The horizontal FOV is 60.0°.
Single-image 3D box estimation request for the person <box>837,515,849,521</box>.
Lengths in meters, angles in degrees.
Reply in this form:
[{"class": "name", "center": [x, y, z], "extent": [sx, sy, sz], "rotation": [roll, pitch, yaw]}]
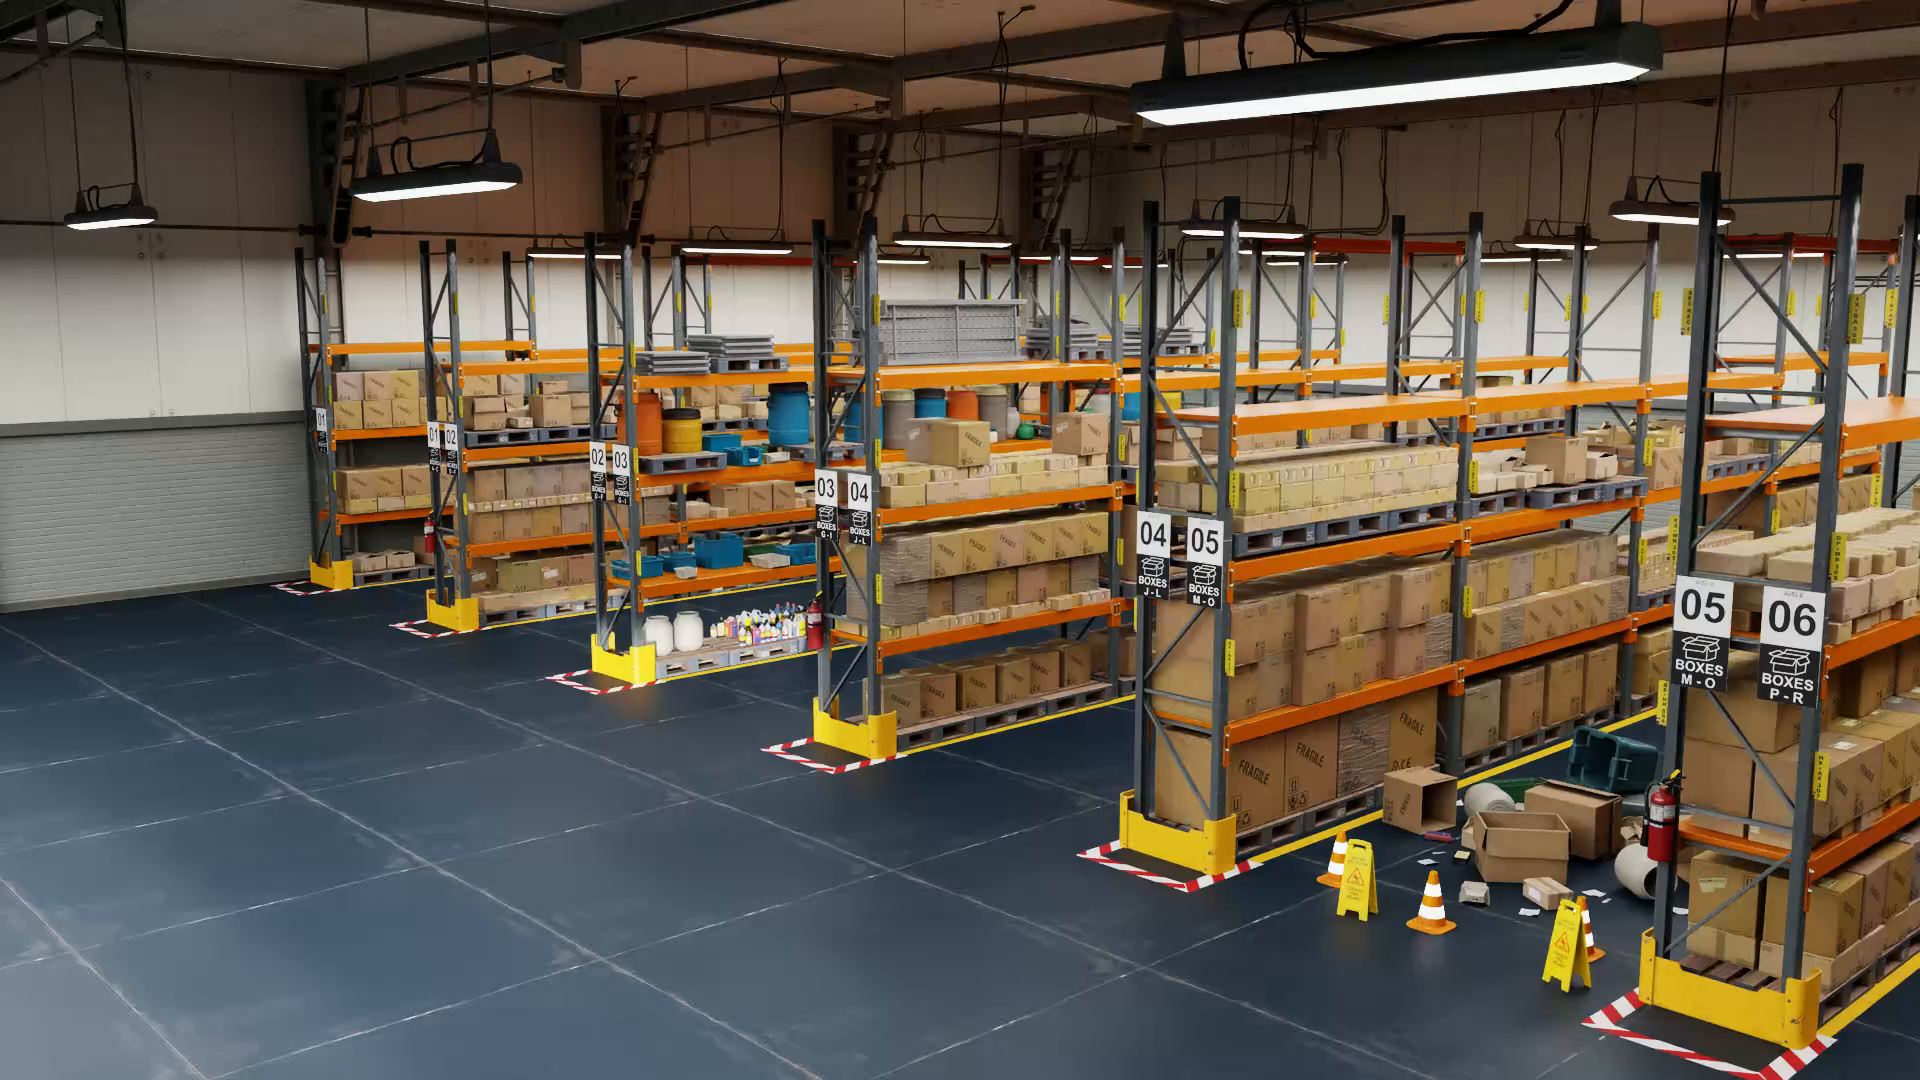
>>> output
[{"class": "person", "center": [-1.822, -0.035, 28.014], "extent": [0.671, 1.843, 0.725], "rotation": [8, 12, 44]}]
